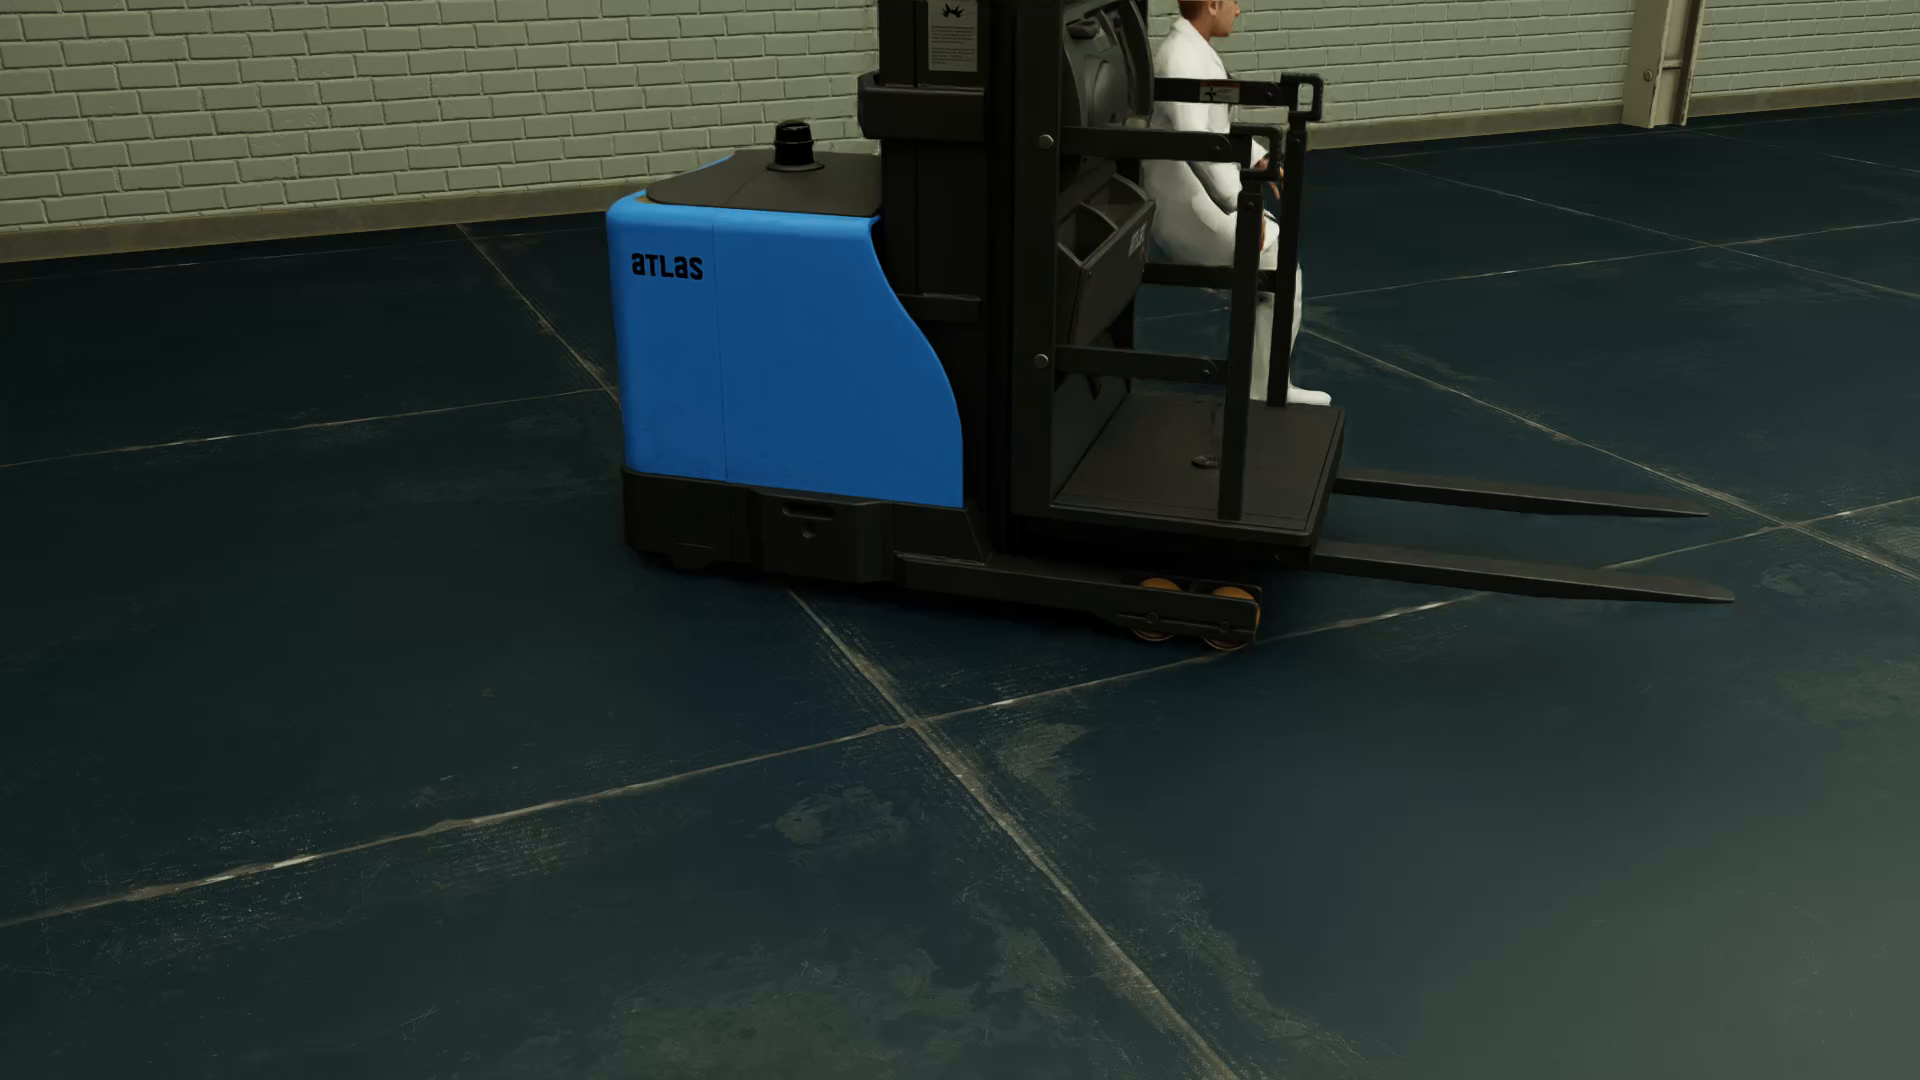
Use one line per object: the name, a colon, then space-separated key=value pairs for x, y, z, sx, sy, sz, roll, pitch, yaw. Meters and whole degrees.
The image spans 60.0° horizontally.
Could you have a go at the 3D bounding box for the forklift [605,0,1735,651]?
forklift: x=0.587 y=-1.288 z=4.386 sx=3.031 sy=2.935 sz=1.130 roll=7 pitch=23 yaw=16

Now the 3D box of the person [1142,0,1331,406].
person: x=1.014 y=-1.163 z=5.897 sx=0.736 sy=1.677 sz=0.850 roll=0 pitch=23 yaw=1
